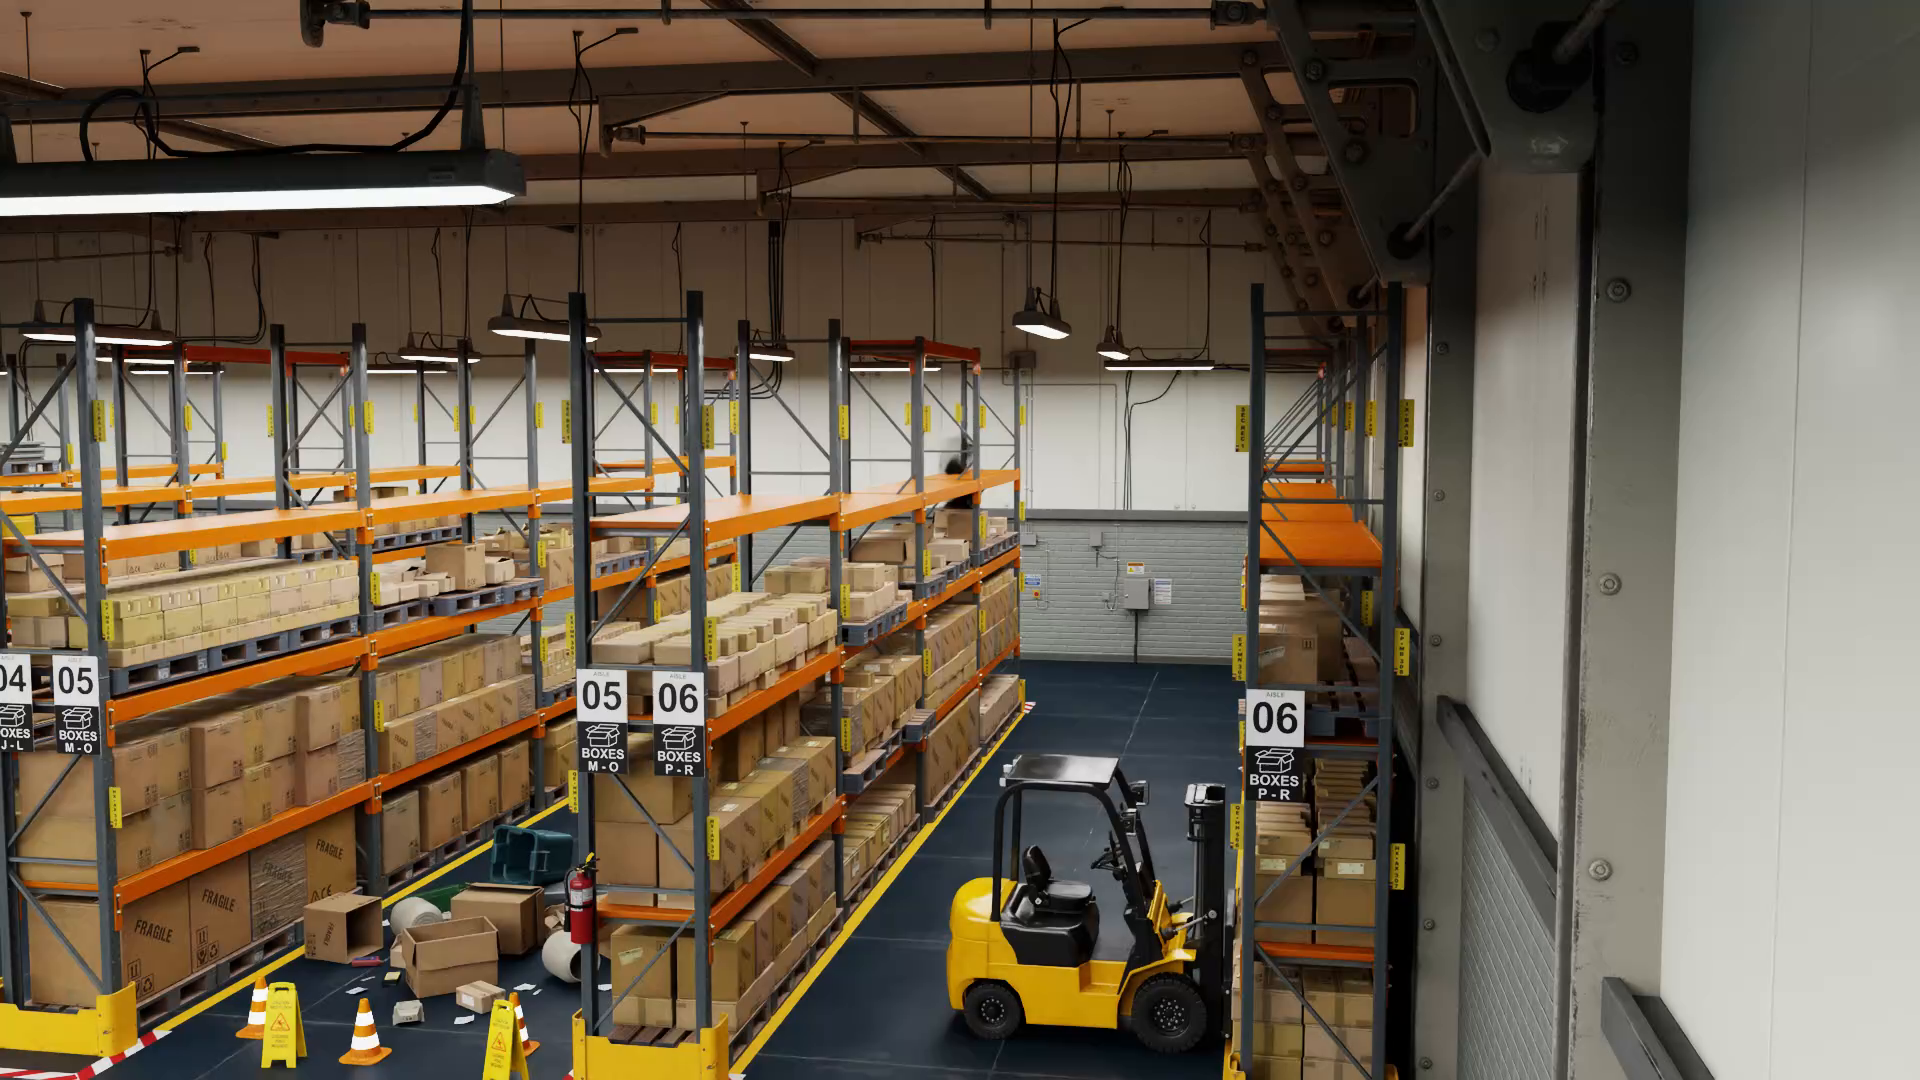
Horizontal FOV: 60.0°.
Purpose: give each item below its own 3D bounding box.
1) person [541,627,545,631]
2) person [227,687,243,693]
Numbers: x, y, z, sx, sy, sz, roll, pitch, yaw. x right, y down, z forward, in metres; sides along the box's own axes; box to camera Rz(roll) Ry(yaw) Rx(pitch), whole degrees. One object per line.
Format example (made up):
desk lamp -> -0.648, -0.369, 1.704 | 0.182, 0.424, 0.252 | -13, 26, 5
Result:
person -> -6.577, 2.208, 26.576 | 0.740, 1.725, 1.002 | 0, 5, 1
person -> -9.140, 2.585, 21.074 | 0.724, 1.786, 0.865 | 0, 5, 5
